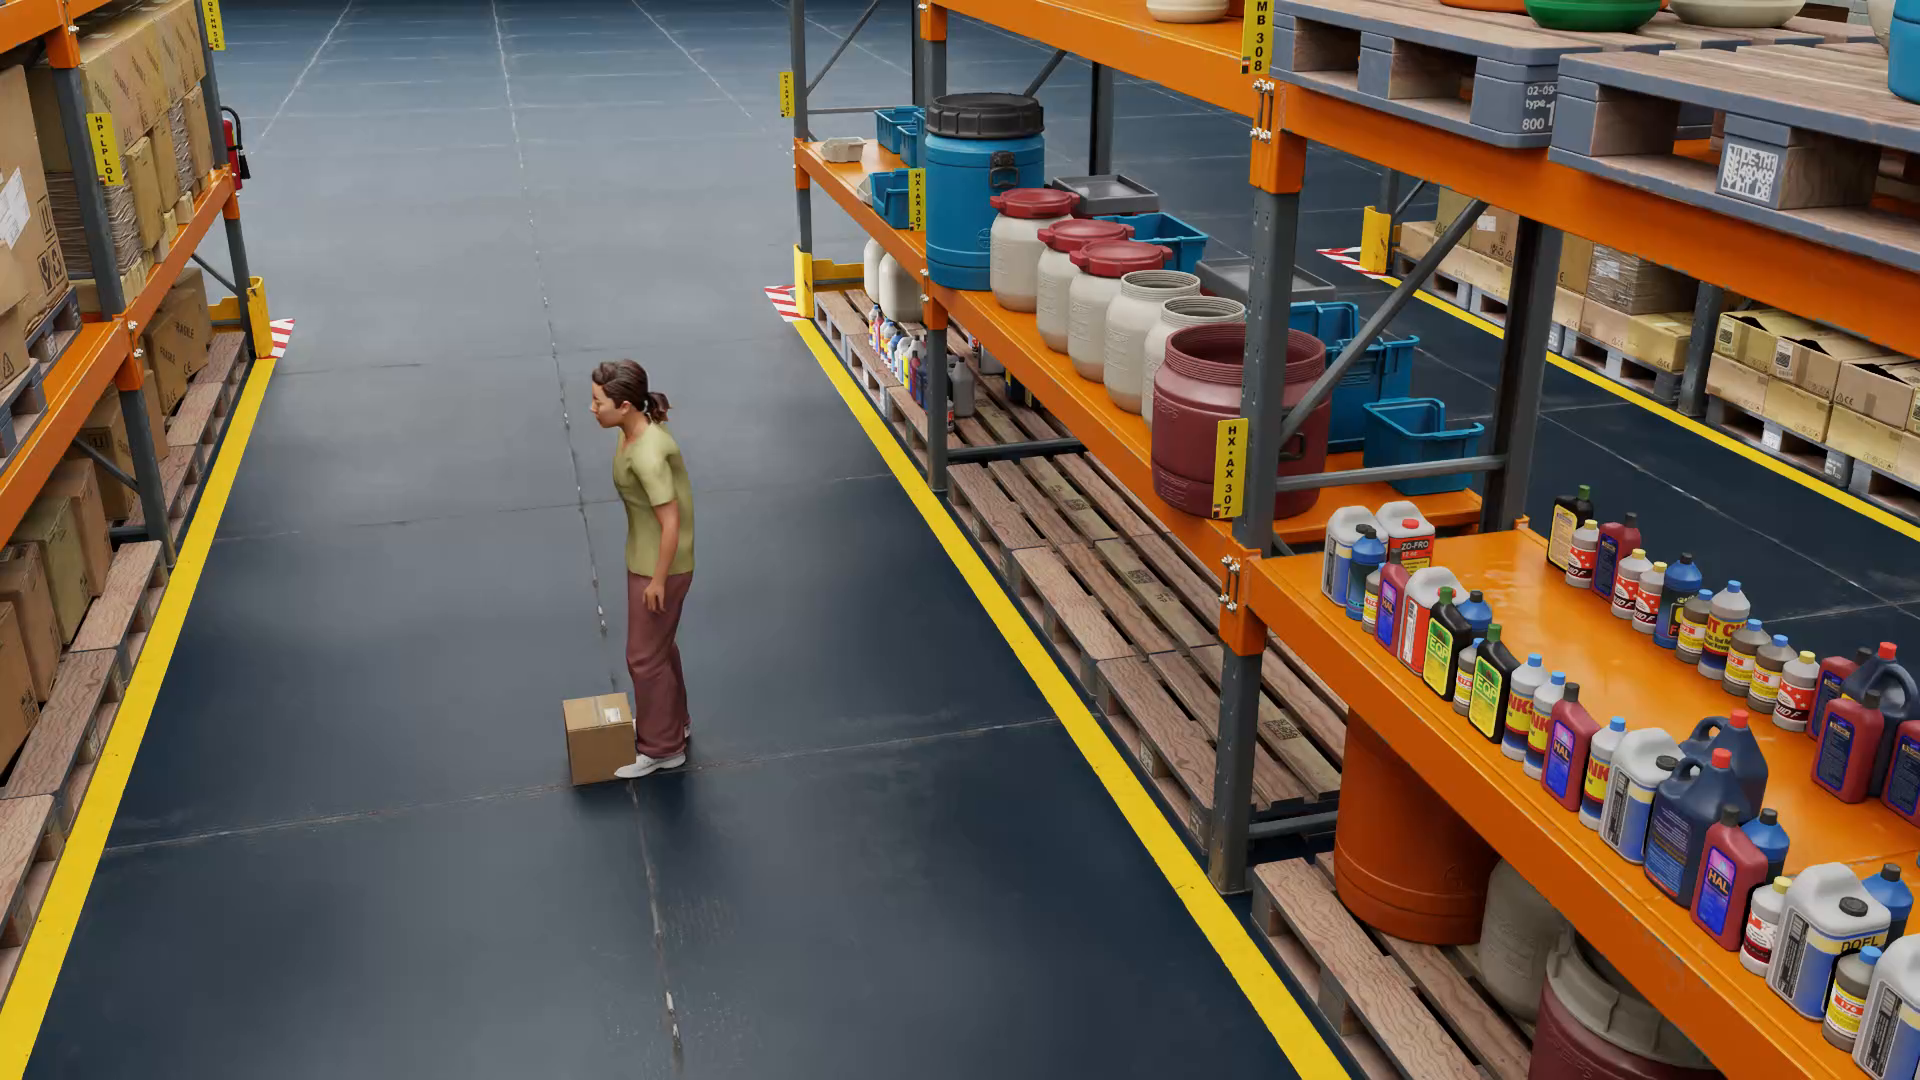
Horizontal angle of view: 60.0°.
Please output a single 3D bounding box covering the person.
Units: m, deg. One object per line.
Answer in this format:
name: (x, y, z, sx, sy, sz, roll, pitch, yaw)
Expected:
person: (-1.212, 0.105, 6.350, 0.406, 1.673, 0.510, -7, 24, -16)
